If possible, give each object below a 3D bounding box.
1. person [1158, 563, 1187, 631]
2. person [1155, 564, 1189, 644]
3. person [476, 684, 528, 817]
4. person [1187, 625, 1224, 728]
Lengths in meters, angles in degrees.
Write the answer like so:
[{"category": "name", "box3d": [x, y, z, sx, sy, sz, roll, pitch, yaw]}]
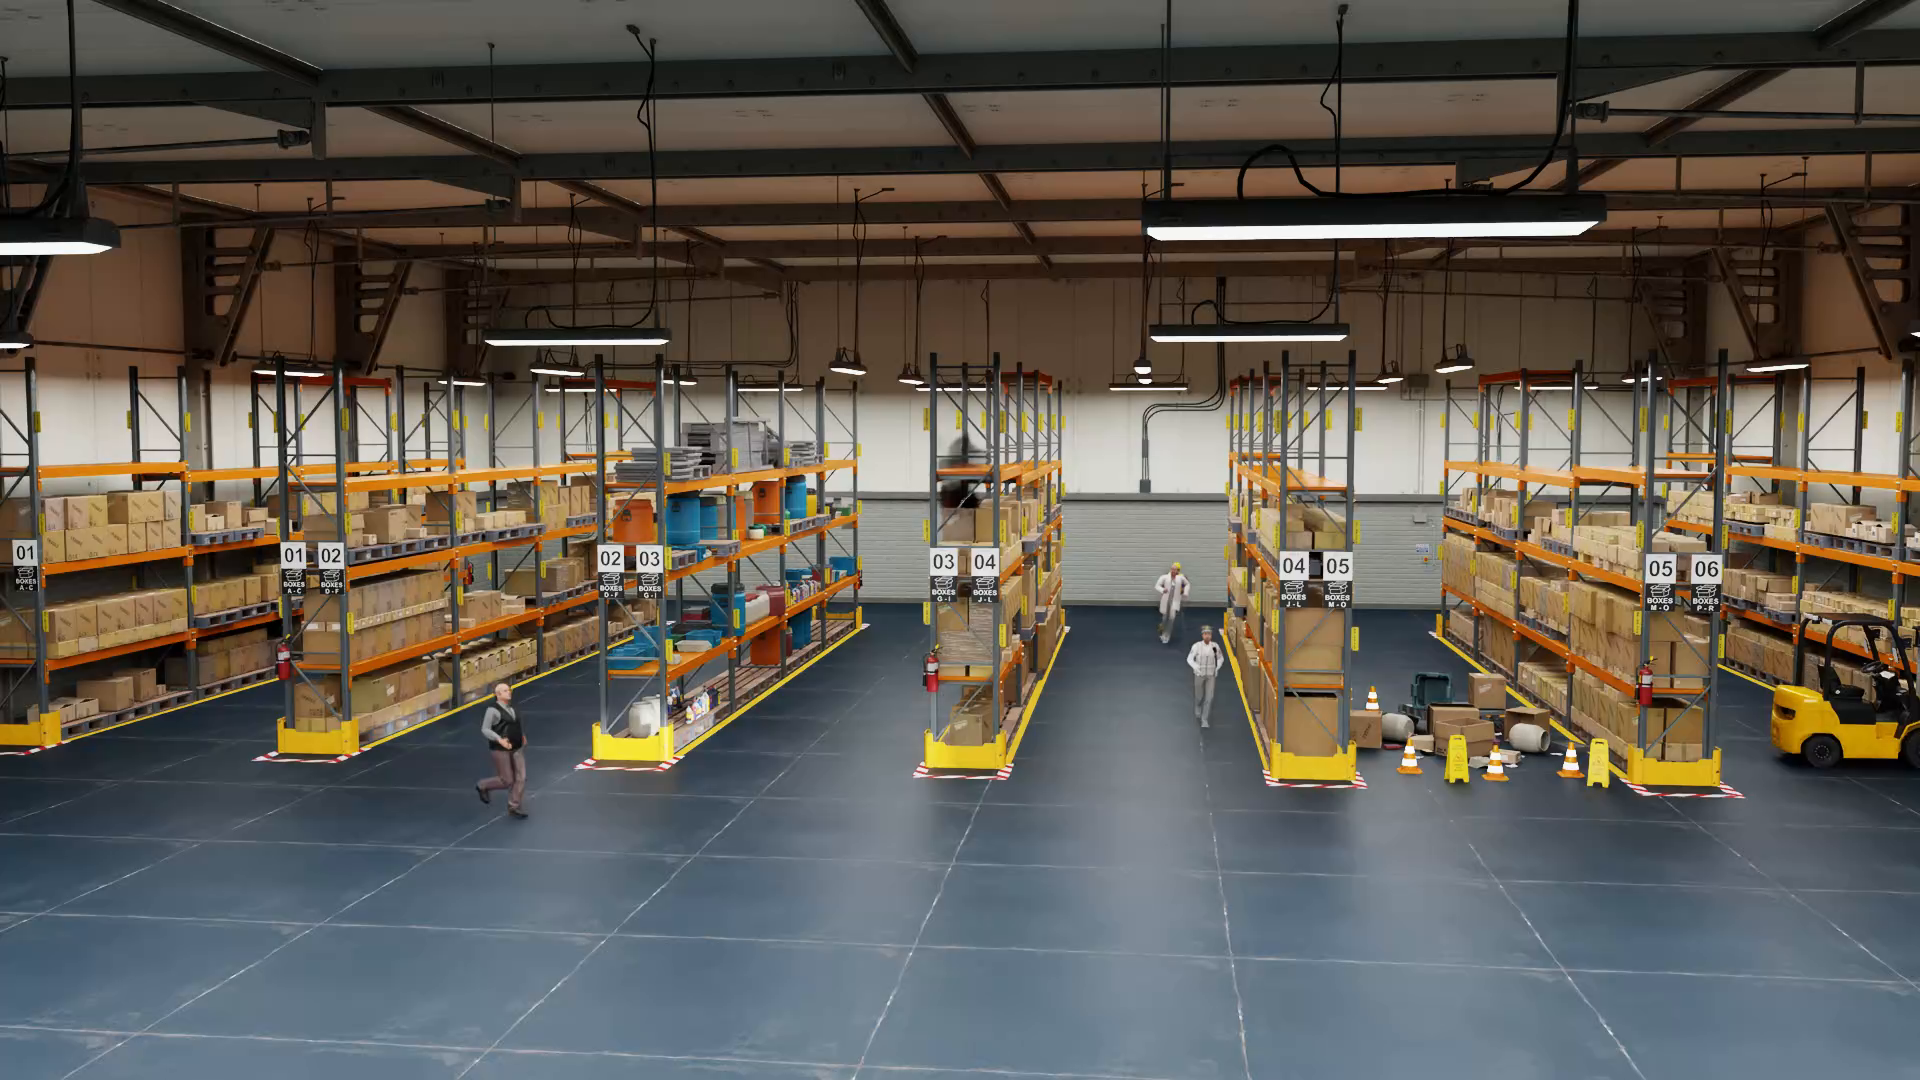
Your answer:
[{"category": "person", "box3d": [5.030, 1.362, 39.580, 0.785, 1.669, 0.549, 2, 5, 30]}, {"category": "person", "box3d": [4.828, 1.458, 37.889, 0.757, 1.821, 0.827, 1, 4, 12]}, {"category": "person", "box3d": [-5.798, 2.668, 21.158, 0.765, 1.688, 0.659, 2, 5, 28]}, {"category": "person", "box3d": [4.052, 2.230, 27.421, 0.611, 1.664, 0.720, 0, 4, 0]}]
